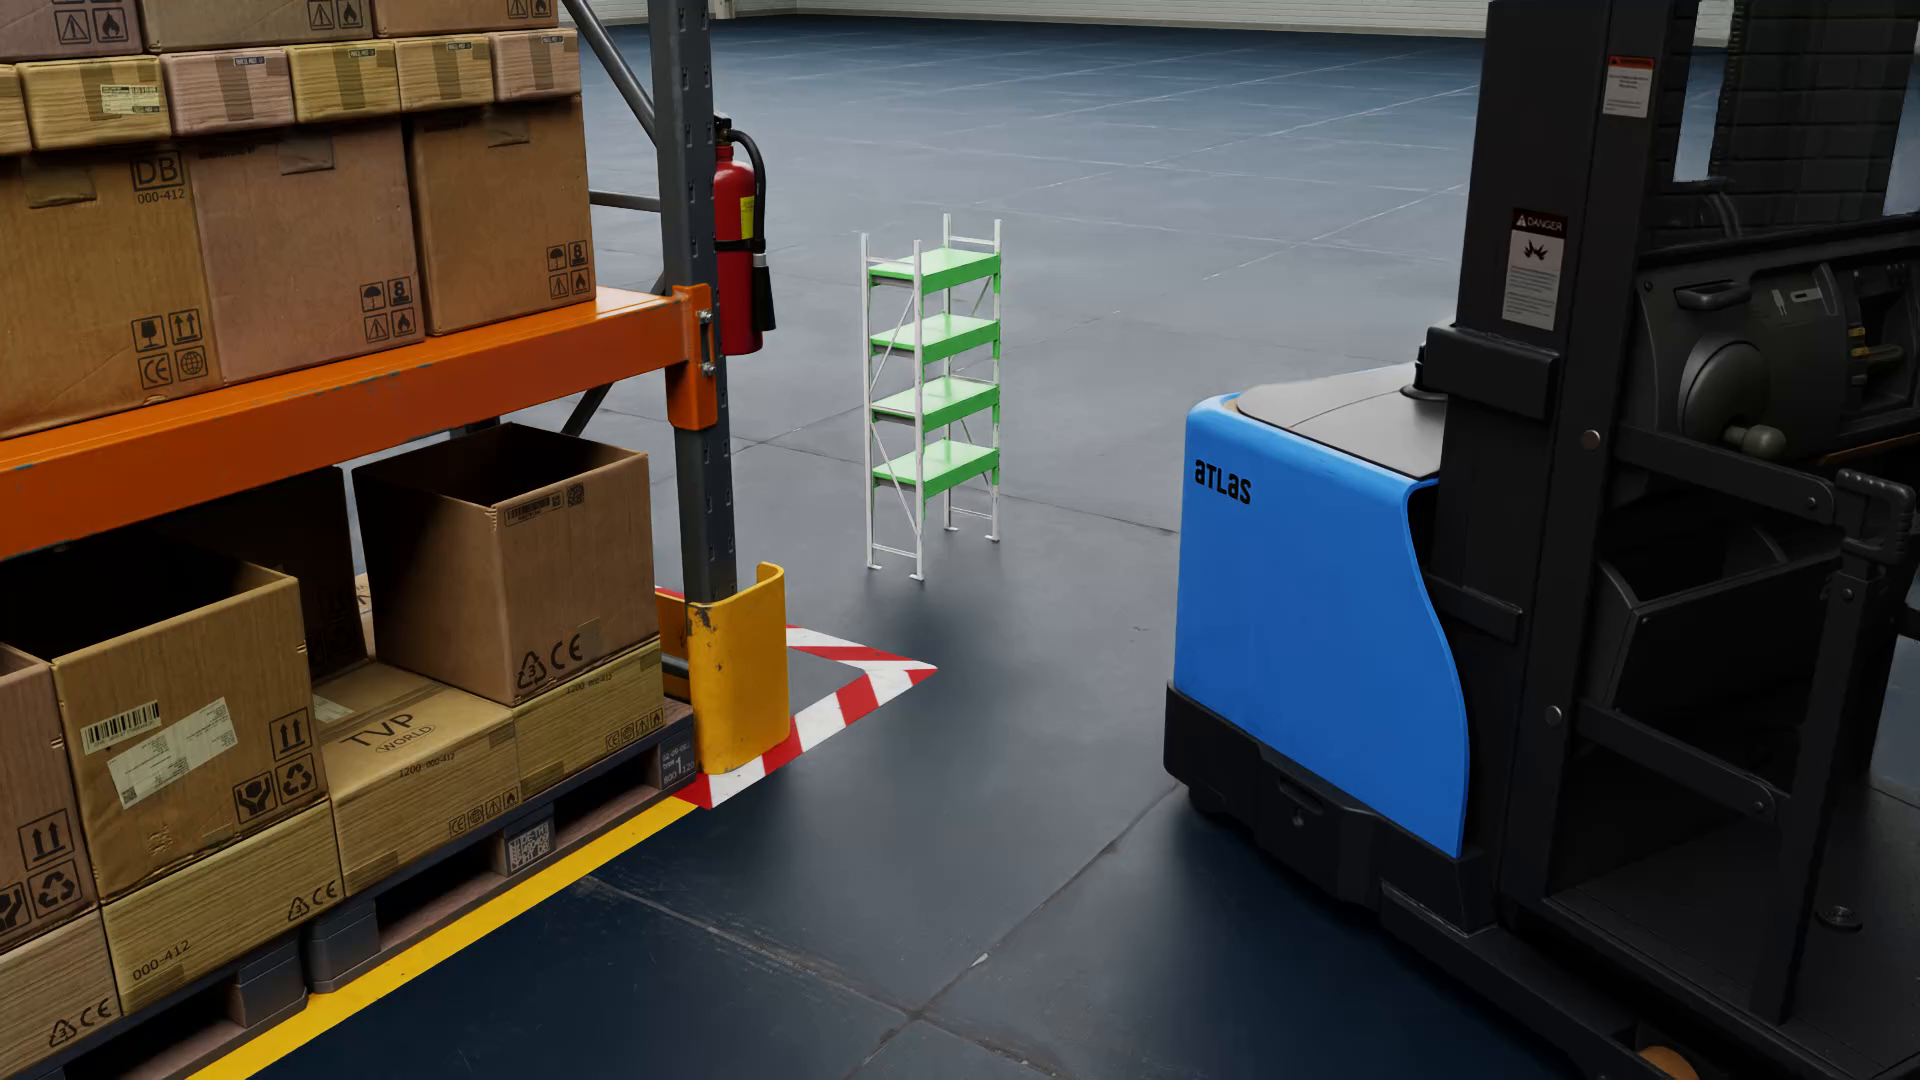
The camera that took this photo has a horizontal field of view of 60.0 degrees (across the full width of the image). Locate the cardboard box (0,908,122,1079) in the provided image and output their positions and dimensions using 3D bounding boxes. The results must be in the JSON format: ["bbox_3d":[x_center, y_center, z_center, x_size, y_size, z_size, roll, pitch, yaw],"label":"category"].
[{"bbox_3d":[-1.944,0.823,3.074,0.500,0.250,0.500,13,24,32],"label":"cardboard box"}]

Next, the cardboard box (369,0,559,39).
[{"bbox_3d":[-1.357,-1.422,3.772,0.700,0.500,0.500,13,24,32],"label":"cardboard box"}]

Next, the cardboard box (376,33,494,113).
[{"bbox_3d":[-1.257,-1.043,3.681,0.380,0.149,0.250,14,24,33],"label":"cardboard box"}]

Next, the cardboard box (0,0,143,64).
[{"bbox_3d":[-1.931,-1.126,2.970,0.700,0.500,0.500,13,24,32],"label":"cardboard box"}]

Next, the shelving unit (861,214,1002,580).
[{"bbox_3d":[-0.093,-0.515,5.928,0.258,1.200,0.503,13,24,32],"label":"shelving unit"}]

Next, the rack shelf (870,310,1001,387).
[{"bbox_3d":[-0.093,-0.680,5.867,0.258,0.148,0.480,13,24,32],"label":"rack shelf"}]

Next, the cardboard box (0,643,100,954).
[{"bbox_3d":[-1.942,0.472,2.942,0.500,0.500,0.500,13,24,32],"label":"cardboard box"}]

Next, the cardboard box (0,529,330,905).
[{"bbox_3d":[-1.659,0.329,3.329,0.500,0.500,0.500,13,24,32],"label":"cardboard box"}]

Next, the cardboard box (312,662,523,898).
[{"bbox_3d":[-1.382,0.536,3.850,0.500,0.250,0.500,13,24,32],"label":"cardboard box"}]

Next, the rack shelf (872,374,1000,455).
[{"bbox_3d":[-0.093,-0.455,5.951,0.258,0.148,0.480,13,24,32],"label":"rack shelf"}]

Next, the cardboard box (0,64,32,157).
[{"bbox_3d":[-1.838,-0.746,2.879,0.380,0.149,0.250,14,25,33],"label":"cardboard box"}]

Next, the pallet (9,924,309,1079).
[{"bbox_3d":[-2.136,0.970,3.337,1.003,0.211,1.213,13,24,32],"label":"pallet"}]

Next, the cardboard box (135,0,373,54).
[{"bbox_3d":[-1.648,-1.270,3.362,0.700,0.500,0.500,13,24,30],"label":"cardboard box"}]

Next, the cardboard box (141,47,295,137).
[{"bbox_3d":[-1.544,-0.897,3.288,0.380,0.149,0.250,14,24,33],"label":"cardboard box"}]

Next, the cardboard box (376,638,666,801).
[{"bbox_3d":[-1.111,0.390,4.244,0.500,0.250,0.500,13,24,32],"label":"cardboard box"}]

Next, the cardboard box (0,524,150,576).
[{"bbox_3d":[-2.089,0.228,3.603,0.500,0.500,0.500,13,24,32],"label":"cardboard box"}]

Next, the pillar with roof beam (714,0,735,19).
[{"bbox_3d":[-2.260,-16.304,37.371,9.100,9.000,0.400,13,24,32],"label":"pillar with roof beam"}]

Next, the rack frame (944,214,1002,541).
[{"bbox_3d":[0.044,-0.585,6.118,0.240,1.200,0.015,13,24,32],"label":"rack frame"}]

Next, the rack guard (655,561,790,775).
[{"bbox_3d":[-1.041,0.252,4.864,1.175,0.500,0.348,13,24,32],"label":"rack guard"}]

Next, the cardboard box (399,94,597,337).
[{"bbox_3d":[-1.327,-0.829,4.039,0.700,0.500,0.500,13,24,32],"label":"cardboard box"}]

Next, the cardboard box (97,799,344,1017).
[{"bbox_3d":[-1.662,0.680,3.461,0.500,0.250,0.500,13,24,32],"label":"cardboard box"}]

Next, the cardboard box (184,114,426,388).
[{"bbox_3d":[-1.618,-0.678,3.629,0.700,0.500,0.500,14,24,33],"label":"cardboard box"}]

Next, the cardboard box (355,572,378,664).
[{"bbox_3d":[-1.540,0.289,4.517,0.500,0.250,0.500,13,24,32],"label":"cardboard box"}]

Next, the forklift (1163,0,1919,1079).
[{"bbox_3d":[1.723,-0.359,3.010,1.130,2.935,3.031,-12,23,-28],"label":"forklift"}]

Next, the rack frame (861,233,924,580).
[{"bbox_3d":[-0.230,-0.445,5.739,0.240,1.200,0.015,13,24,32],"label":"rack frame"}]

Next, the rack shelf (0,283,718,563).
[{"bbox_3d":[-2.178,-0.002,2.985,1.077,0.370,4.000,13,24,32],"label":"rack shelf"}]

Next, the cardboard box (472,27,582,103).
[{"bbox_3d":[-1.111,-1.118,3.885,0.380,0.149,0.250,13,24,31],"label":"cardboard box"}]

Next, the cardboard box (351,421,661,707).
[{"bbox_3d":[-1.109,0.039,4.113,0.500,0.500,0.500,13,24,32],"label":"cardboard box"}]

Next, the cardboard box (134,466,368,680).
[{"bbox_3d":[-1.819,0.082,3.998,0.500,0.500,0.500,13,24,32],"label":"cardboard box"}]

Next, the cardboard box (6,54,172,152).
[{"bbox_3d":[-1.691,-0.822,3.085,0.380,0.149,0.250,14,25,33],"label":"cardboard box"}]

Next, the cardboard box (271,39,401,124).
[{"bbox_3d":[-1.401,-0.969,3.482,0.380,0.149,0.250,13,24,31],"label":"cardboard box"}]

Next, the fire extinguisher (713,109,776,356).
[{"bbox_3d":[-0.603,-0.821,4.272,0.296,0.674,0.183,13,24,32],"label":"fire extinguisher"}]

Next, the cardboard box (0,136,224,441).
[{"bbox_3d":[-1.902,-0.536,3.247,0.700,0.500,0.500,13,24,32],"label":"cardboard box"}]

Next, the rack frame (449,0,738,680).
[{"bbox_3d":[-1.054,-0.914,4.411,1.000,3.000,0.127,13,24,32],"label":"rack frame"}]

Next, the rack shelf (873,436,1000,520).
[{"bbox_3d":[-0.093,-0.230,6.034,0.258,0.148,0.480,13,24,32],"label":"rack shelf"}]

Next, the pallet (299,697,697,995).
[{"bbox_3d":[-1.449,0.622,4.280,1.003,0.211,1.213,13,24,32],"label":"pallet"}]

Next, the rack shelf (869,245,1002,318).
[{"bbox_3d":[-0.093,-0.906,5.784,0.258,0.148,0.480,13,24,32],"label":"rack shelf"}]

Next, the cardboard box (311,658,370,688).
[{"bbox_3d":[-1.818,0.434,4.127,0.500,0.250,0.500,13,24,32],"label":"cardboard box"}]
